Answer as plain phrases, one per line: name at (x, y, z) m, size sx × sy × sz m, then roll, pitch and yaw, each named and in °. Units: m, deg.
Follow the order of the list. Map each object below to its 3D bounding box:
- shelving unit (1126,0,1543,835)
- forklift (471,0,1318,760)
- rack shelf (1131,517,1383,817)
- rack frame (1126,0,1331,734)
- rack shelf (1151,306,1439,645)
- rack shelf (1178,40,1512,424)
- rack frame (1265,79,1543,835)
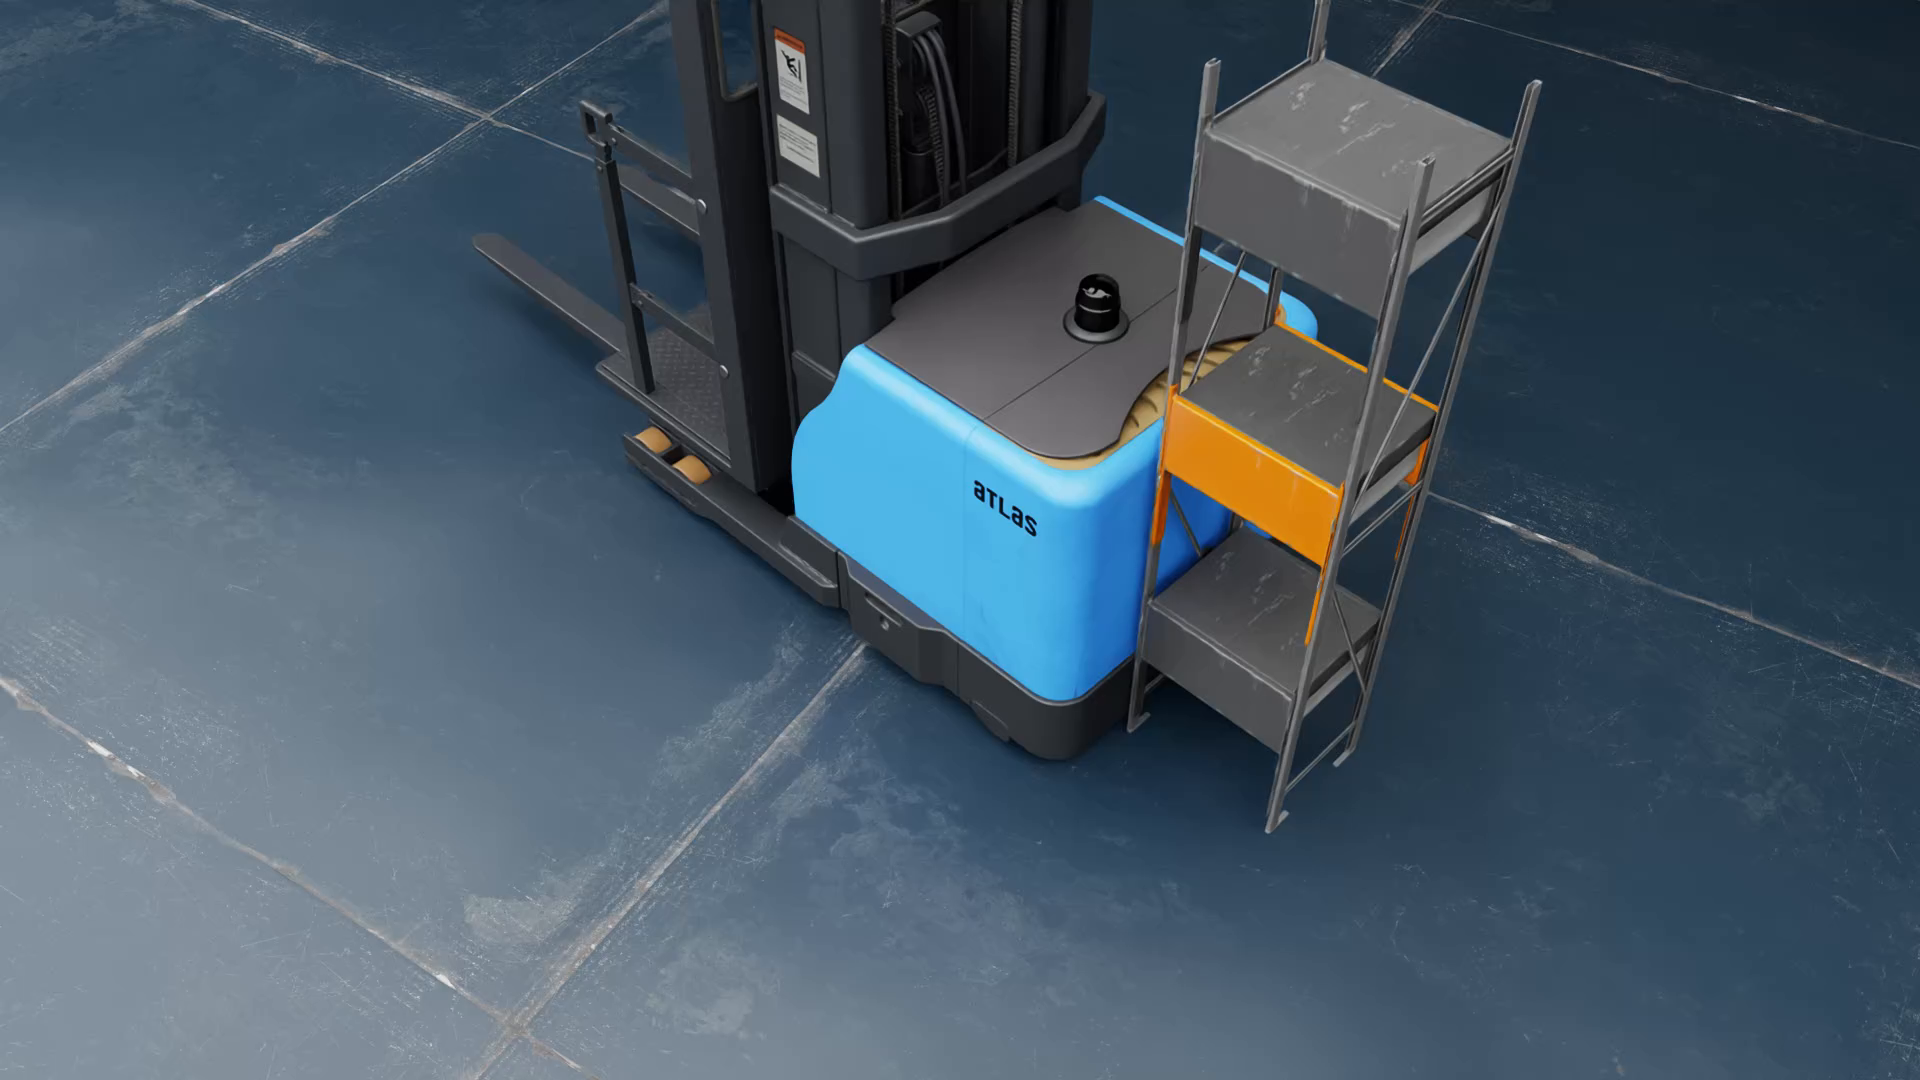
shelving unit at (0.792, -0.165, 3.947) m, size 0.503 × 2.100 × 0.431 m, roll 35°, pitch 55°, yaw 29°
forklift at (-0.449, -1.364, 4.532) m, size 3.031 × 2.935 × 1.130 m, roll 35°, pitch 55°, yaw 29°
rack shelf at (0.792, 0.332, 4.459) m, size 0.480 × 0.518 × 0.431 m, roll 35°, pitch 55°, yaw 29°
rack frame at (0.618, -0.288, 4.066) m, size 0.015 × 2.100 × 0.400 m, roll 35°, pitch 55°, yaw 29°
rack shelf at (0.792, -0.156, 3.957) m, size 0.480 × 0.518 × 0.431 m, roll 35°, pitch 55°, yaw 29°
rack shelf at (0.792, -0.644, 3.454) m, size 0.480 × 0.518 × 0.431 m, roll 35°, pitch 55°, yaw 29°
rack frame at (0.967, -0.043, 3.828) m, size 0.015 × 2.100 × 0.400 m, roll 35°, pitch 55°, yaw 29°
